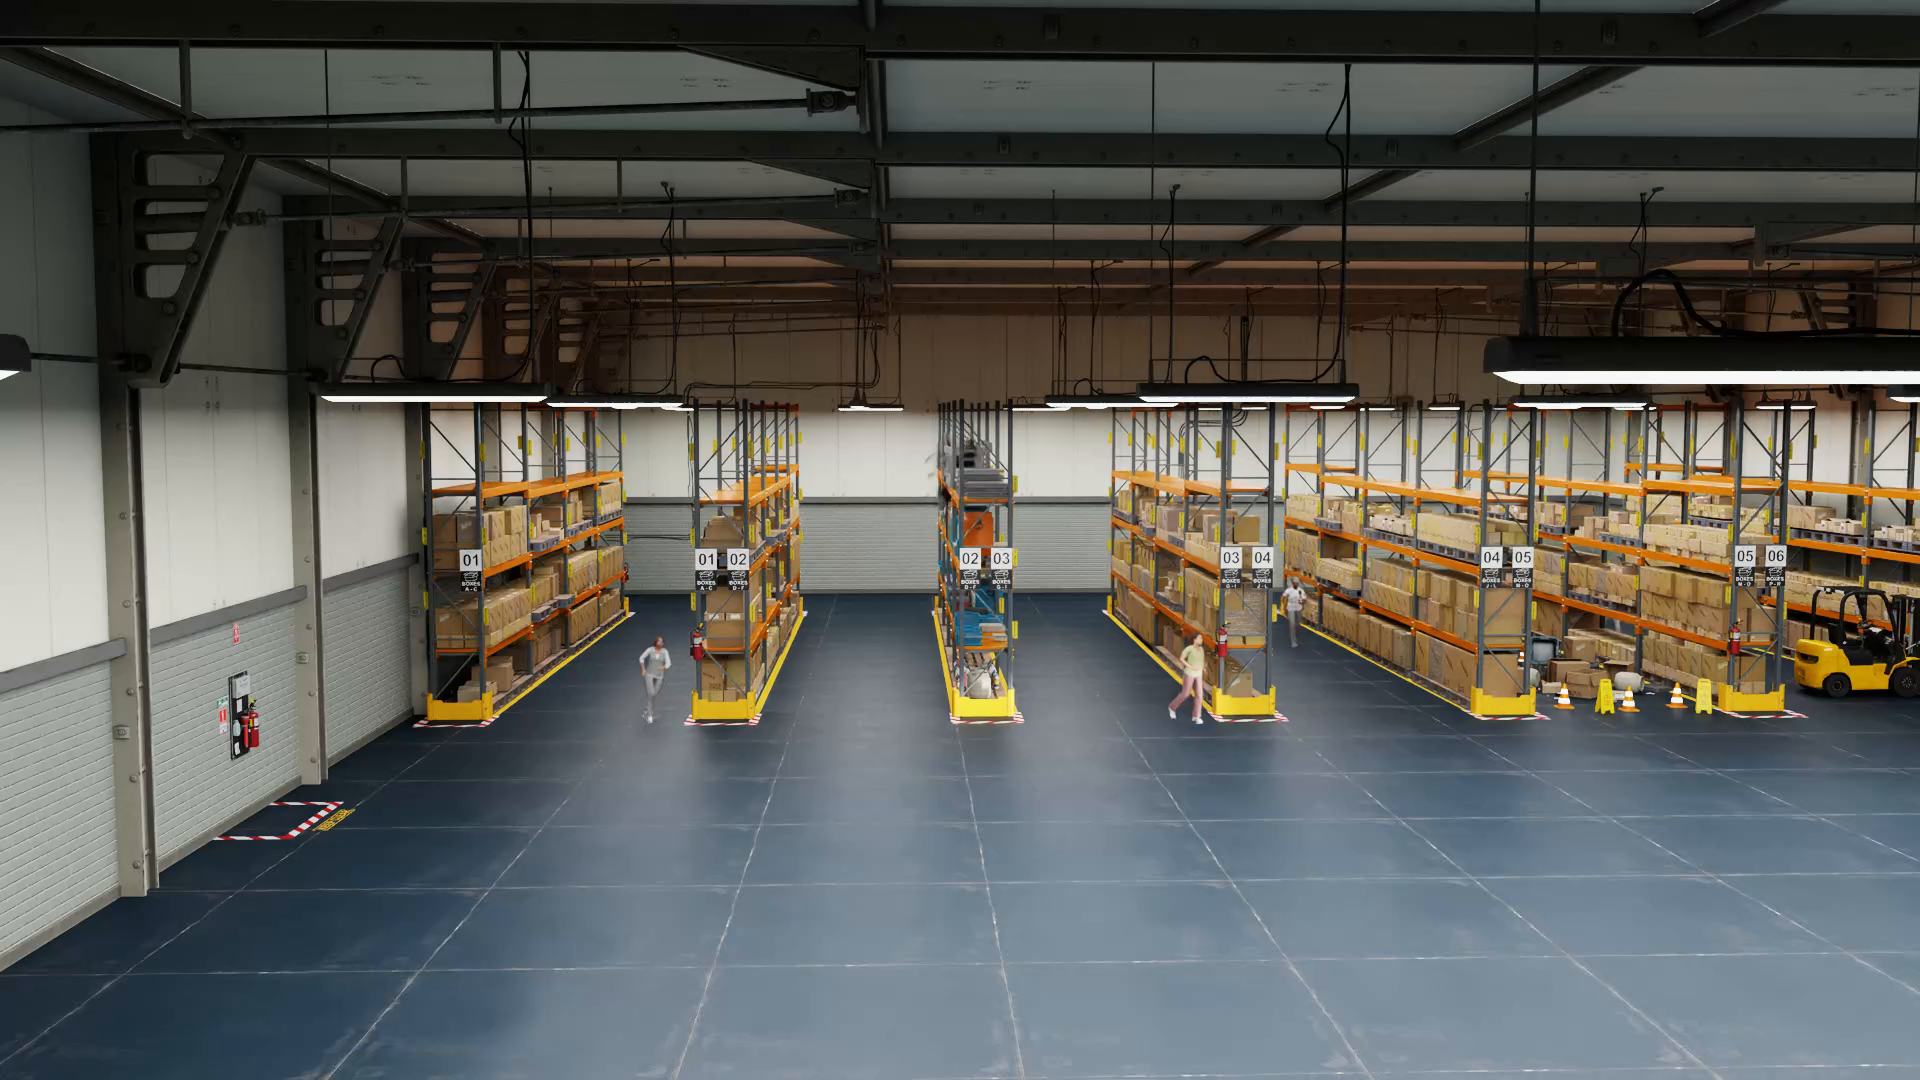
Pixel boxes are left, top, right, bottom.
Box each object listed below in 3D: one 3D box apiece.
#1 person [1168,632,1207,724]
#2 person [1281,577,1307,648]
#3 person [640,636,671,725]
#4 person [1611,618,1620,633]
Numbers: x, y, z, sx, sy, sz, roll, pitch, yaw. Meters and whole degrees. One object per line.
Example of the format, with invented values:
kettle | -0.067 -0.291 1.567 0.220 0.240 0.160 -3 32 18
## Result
person | 4.360 2.533 30.941 0.639 1.652 0.879 -3 5 -33
person | 8.236 1.757 40.940 0.580 1.694 0.913 0 4 -1
person | -5.674 2.586 31.010 0.525 1.620 0.699 -2 5 -27
person | 16.718 1.629 42.842 0.624 1.686 0.875 -1 4 -8
